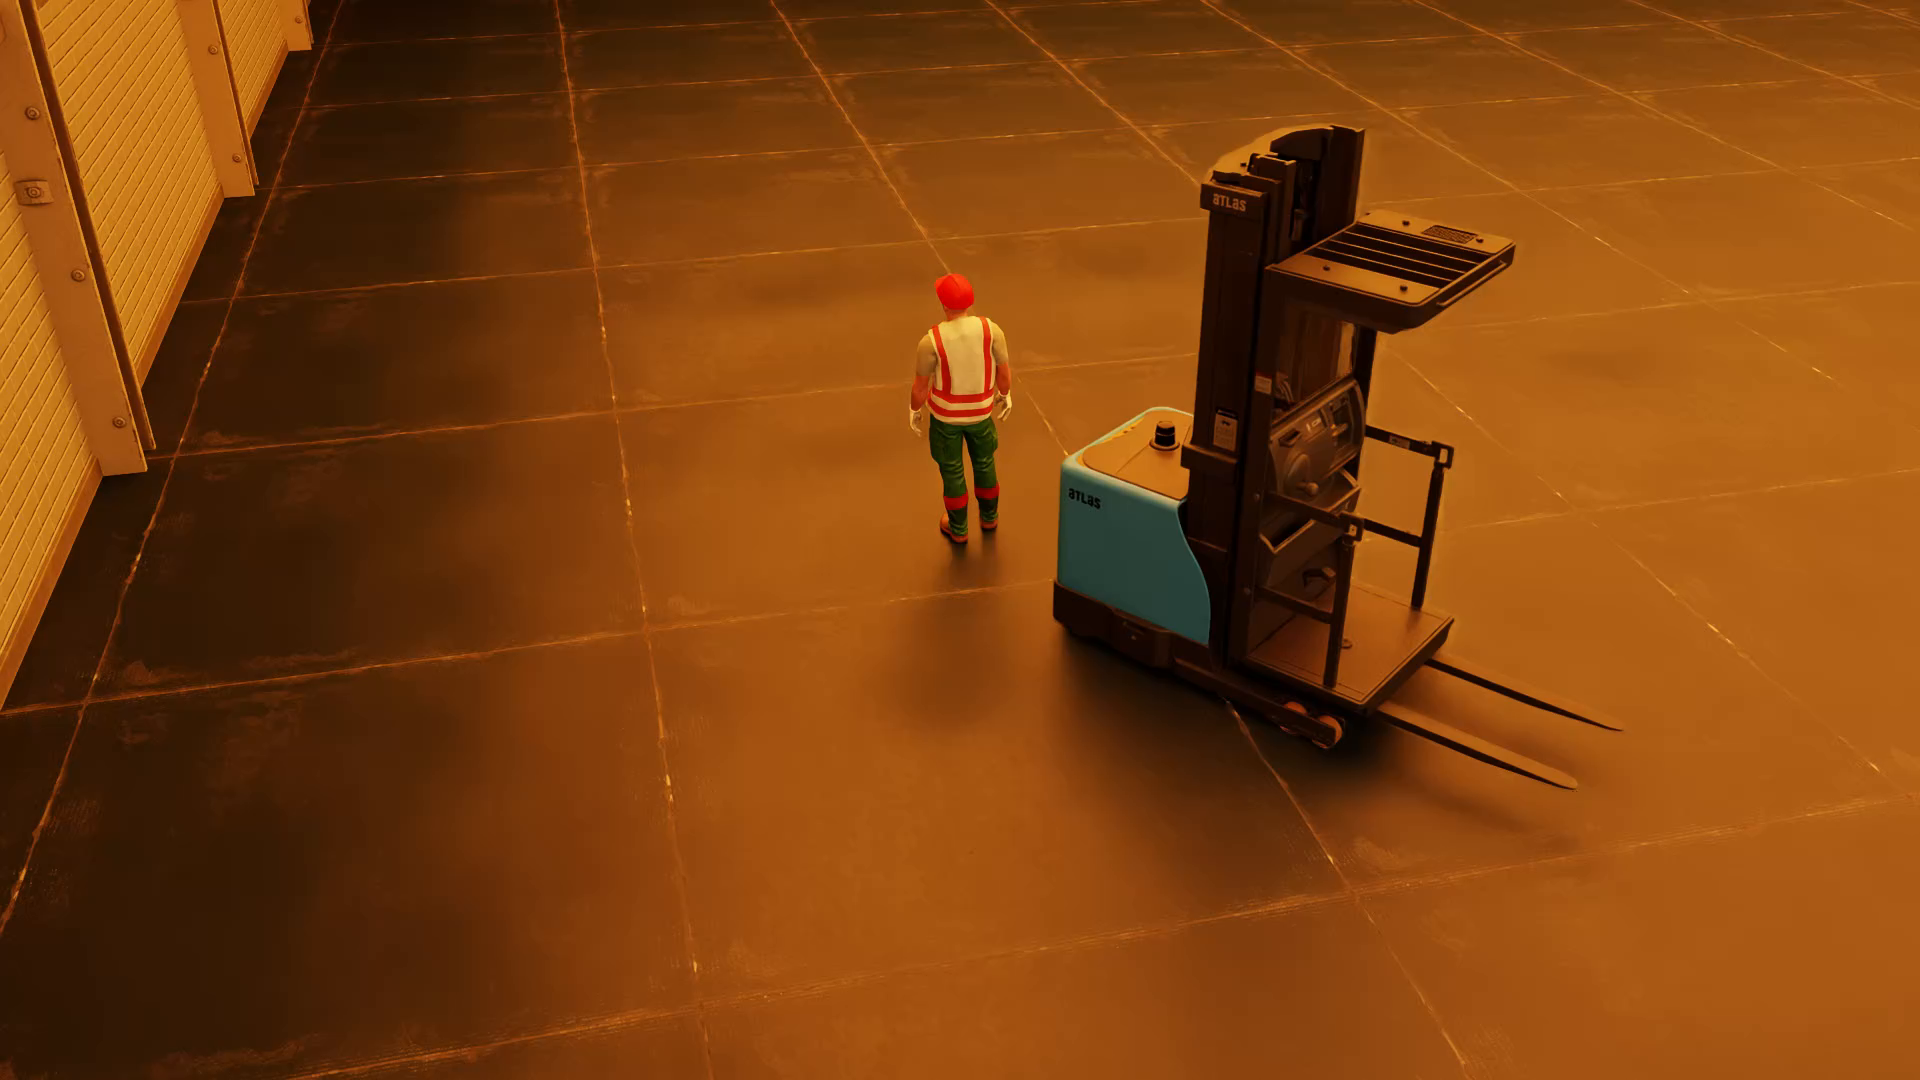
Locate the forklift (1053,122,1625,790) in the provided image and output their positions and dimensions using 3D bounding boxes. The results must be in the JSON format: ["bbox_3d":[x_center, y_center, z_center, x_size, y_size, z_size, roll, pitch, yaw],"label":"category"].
[{"bbox_3d":[1.996,-0.488,8.418,3.031,2.935,1.130,22,37,33],"label":"forklift"}]

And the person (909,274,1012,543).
[{"bbox_3d":[-0.006,-0.821,10.118,0.638,1.788,0.563,-7,31,-12],"label":"person"}]
